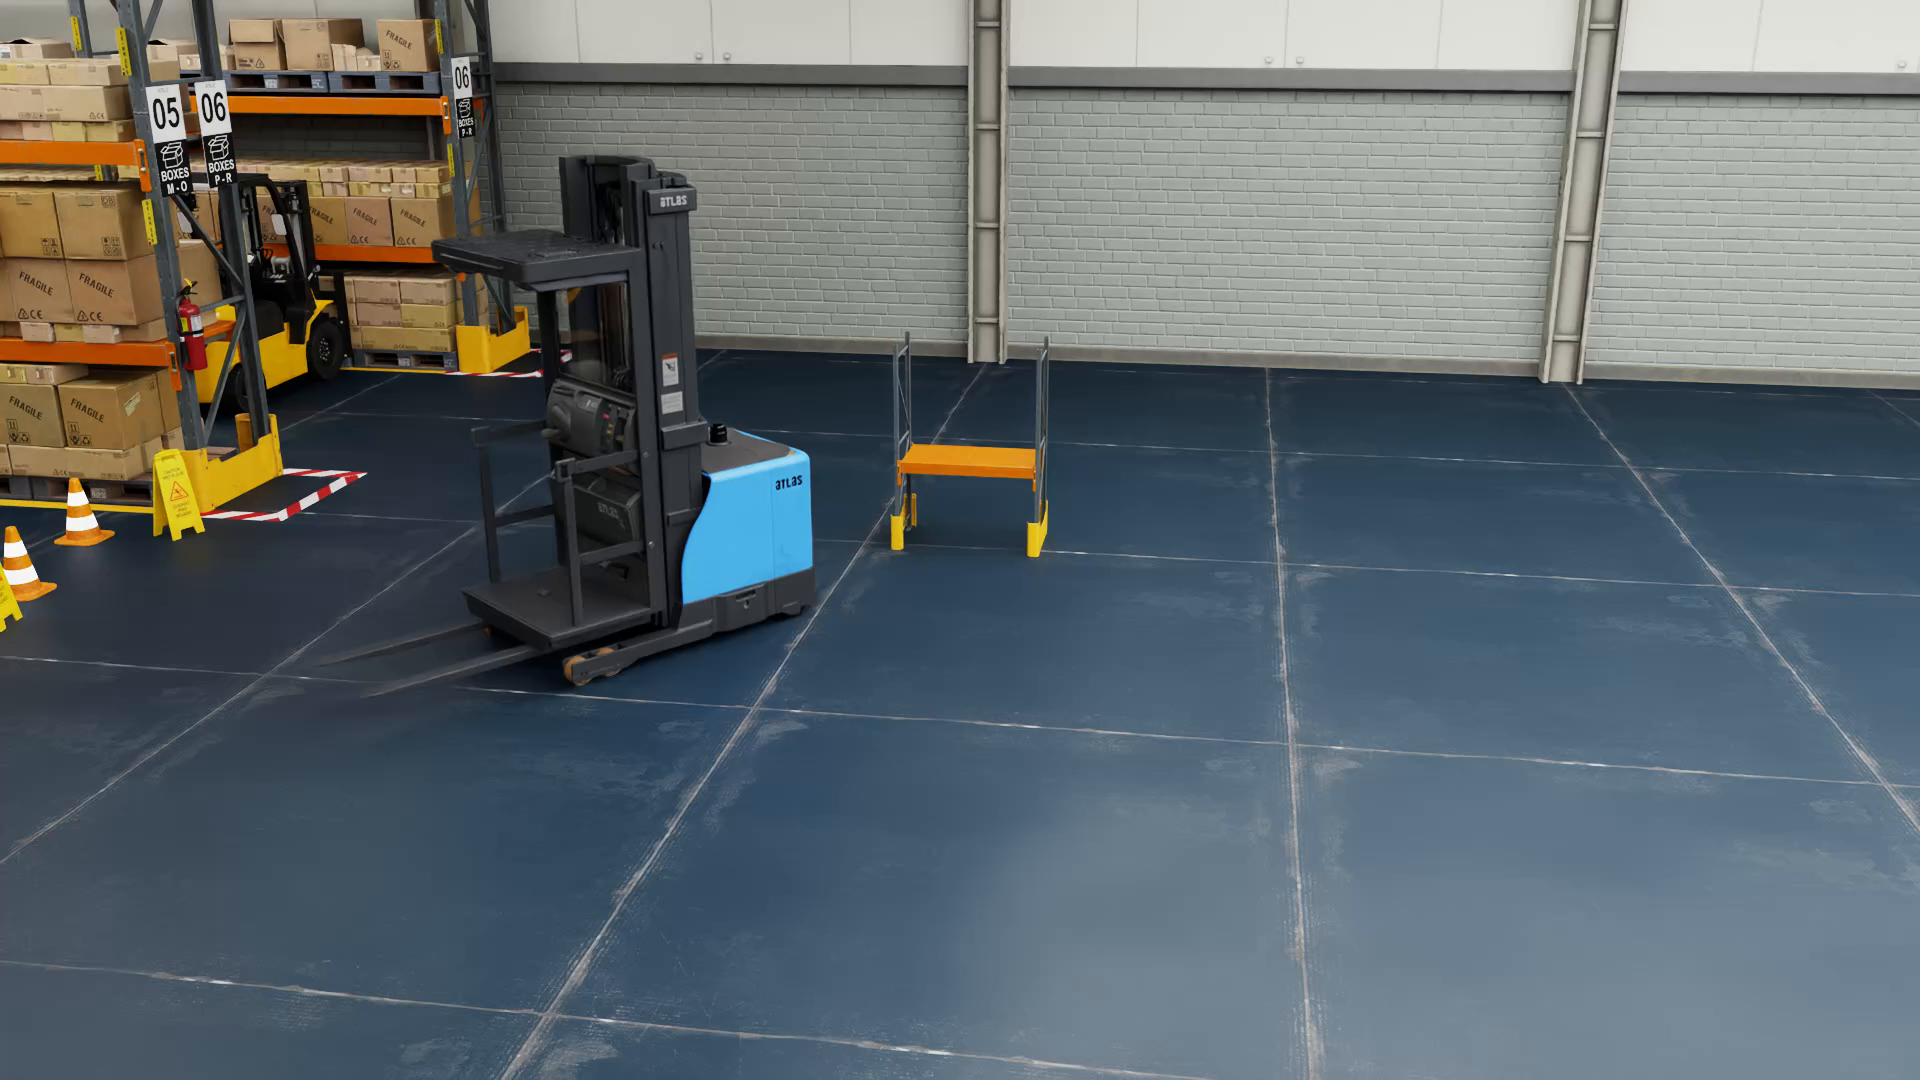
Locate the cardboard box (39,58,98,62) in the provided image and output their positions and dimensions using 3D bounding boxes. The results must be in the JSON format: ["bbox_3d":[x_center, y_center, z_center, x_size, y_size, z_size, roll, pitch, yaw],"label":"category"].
[{"bbox_3d":[-6.904,-3.654,12.908,0.250,0.149,0.380,3,19,8],"label":"cardboard box"}]

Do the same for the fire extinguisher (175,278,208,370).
[{"bbox_3d":[-5.821,-1.628,12.564,0.183,0.674,0.296,3,19,9],"label":"fire extinguisher"}]

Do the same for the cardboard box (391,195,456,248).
[{"bbox_3d":[-5.605,-3.360,17.460,0.500,0.500,0.500,3,19,7],"label":"cardboard box"}]

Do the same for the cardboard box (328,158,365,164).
[{"bbox_3d":[-6.641,-4.049,18.029,0.250,0.149,0.380,2,19,7],"label":"cardboard box"}]

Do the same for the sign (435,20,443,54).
[{"bbox_3d":[-5.177,-5.006,16.538,0.005,0.325,0.100,3,19,9],"label":"sign"}]

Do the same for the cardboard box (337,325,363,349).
[{"bbox_3d":[-6.574,-2.246,17.960,0.500,0.250,0.500,3,19,9],"label":"cardboard box"}]

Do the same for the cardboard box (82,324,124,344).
[{"bbox_3d":[-6.532,-1.626,12.830,0.250,0.149,0.380,3,19,8],"label":"cardboard box"}]

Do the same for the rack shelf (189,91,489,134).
[{"bbox_3d":[-7.052,-4.552,17.587,4.000,0.370,1.077,3,19,9],"label":"rack shelf"}]

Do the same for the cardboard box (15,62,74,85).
[{"bbox_3d":[-6.745,-3.453,12.308,0.250,0.149,0.380,3,19,8],"label":"cardboard box"}]

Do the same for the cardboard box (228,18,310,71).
[{"bbox_3d":[-7.120,-5.158,17.283,0.637,0.503,0.797,4,19,10],"label":"cardboard box"}]

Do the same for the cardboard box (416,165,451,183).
[{"bbox_3d":[-5.465,-3.818,17.339,0.250,0.149,0.380,3,19,9],"label":"cardboard box"}]

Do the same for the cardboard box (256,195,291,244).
[{"bbox_3d":[-7.120,-3.437,17.689,0.500,0.500,0.500,3,19,9],"label":"cardboard box"}]

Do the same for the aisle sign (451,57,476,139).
[{"bbox_3d":[-5.059,-4.508,16.951,0.004,0.787,0.394,3,19,9],"label":"aisle sign"}]

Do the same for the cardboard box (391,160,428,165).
[{"bbox_3d":[-5.891,-3.983,17.830,0.250,0.149,0.380,3,19,10],"label":"cardboard box"}]

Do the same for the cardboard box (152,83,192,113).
[{"bbox_3d":[-6.315,-3.416,12.826,0.500,0.250,0.500,3,19,8],"label":"cardboard box"}]

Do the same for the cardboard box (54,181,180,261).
[{"bbox_3d":[-6.400,-2.435,12.651,0.500,0.500,0.700,2,19,7],"label":"cardboard box"}]

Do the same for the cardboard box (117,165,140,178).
[{"bbox_3d":[-8.759,-3.959,17.758,0.250,0.149,0.380,3,19,10],"label":"cardboard box"}]

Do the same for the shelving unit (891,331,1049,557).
[{"bbox_3d":[-7.470,-1.234,13.156,16.366,1.800,0.587,3,19,9],"label":"shelving unit"}]

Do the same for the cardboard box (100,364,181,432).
[{"bbox_3d":[-6.637,-1.194,13.634,0.500,0.500,0.500,2,19,7],"label":"cardboard box"}]

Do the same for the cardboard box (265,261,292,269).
[{"bbox_3d":[-7.510,-2.926,18.417,0.500,0.250,0.500,3,19,9],"label":"cardboard box"}]

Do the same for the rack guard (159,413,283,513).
[{"bbox_3d":[-5.936,-0.633,13.408,0.348,0.500,1.175,3,19,9],"label":"rack guard"}]

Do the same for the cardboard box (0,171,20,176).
[{"bbox_3d":[-10.420,-3.915,18.096,0.250,0.149,0.380,2,19,7],"label":"cardboard box"}]

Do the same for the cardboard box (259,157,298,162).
[{"bbox_3d":[-7.405,-4.072,18.096,0.250,0.149,0.380,3,19,8],"label":"cardboard box"}]

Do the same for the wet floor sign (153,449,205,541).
[{"bbox_3d":[-5.843,-0.354,12.343,0.232,0.644,0.267,10,21,27],"label":"wet floor sign"}]

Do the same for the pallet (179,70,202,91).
[{"bbox_3d":[-8.181,-4.917,17.684,1.213,0.211,1.003,3,19,9],"label":"pallet"}]

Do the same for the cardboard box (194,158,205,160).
[{"bbox_3d":[-8.159,-4.111,18.215,0.250,0.149,0.380,3,19,8],"label":"cardboard box"}]

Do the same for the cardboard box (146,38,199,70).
[{"bbox_3d":[-8.244,-5.080,17.352,0.500,0.311,0.500,3,19,10],"label":"cardboard box"}]

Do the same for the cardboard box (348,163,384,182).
[{"bbox_3d":[-6.210,-3.861,17.468,0.250,0.149,0.380,3,19,9],"label":"cardboard box"}]

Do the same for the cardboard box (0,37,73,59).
[{"bbox_3d":[-9.780,-5.158,17.586,0.500,0.311,0.500,2,19,7],"label":"cardboard box"}]

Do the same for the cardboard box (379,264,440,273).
[{"bbox_3d":[-6.016,-2.847,18.180,0.500,0.250,0.500,3,19,9],"label":"cardboard box"}]

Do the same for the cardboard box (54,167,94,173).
[{"bbox_3d":[-9.843,-4.054,18.513,0.250,0.149,0.380,3,19,8],"label":"cardboard box"}]

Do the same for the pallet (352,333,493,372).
[{"bbox_3d":[-5.839,-2.073,18.166,1.213,0.211,1.003,3,19,9],"label":"pallet"}]

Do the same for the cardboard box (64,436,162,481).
[{"bbox_3d":[-6.726,-0.668,13.243,0.500,0.250,0.500,3,19,8],"label":"cardboard box"}]

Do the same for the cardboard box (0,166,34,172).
[{"bbox_3d":[-10.590,-4.092,18.626,0.250,0.149,0.380,3,19,8],"label":"cardboard box"}]

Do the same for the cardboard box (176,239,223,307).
[{"bbox_3d":[-6.285,-2.114,13.268,0.500,0.500,0.500,3,19,8],"label":"cardboard box"}]

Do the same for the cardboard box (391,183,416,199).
[{"bbox_3d":[-5.721,-3.658,17.330,0.250,0.149,0.380,3,19,10],"label":"cardboard box"}]

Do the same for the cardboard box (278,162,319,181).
[{"bbox_3d":[-6.980,-3.894,17.564,0.250,0.149,0.380,3,19,9],"label":"cardboard box"}]

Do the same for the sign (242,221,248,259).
[{"bbox_3d":[-5.775,-2.395,13.371,0.005,0.325,0.100,3,19,9],"label":"sign"}]

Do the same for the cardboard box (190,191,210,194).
[{"bbox_3d":[-8.005,-3.775,17.680,0.250,0.149,0.380,3,19,10],"label":"cardboard box"}]

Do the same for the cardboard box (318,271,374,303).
[{"bbox_3d":[-6.587,-2.711,17.774,0.500,0.250,0.500,3,19,9],"label":"cardboard box"}]

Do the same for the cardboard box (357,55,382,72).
[{"bbox_3d":[-5.944,-4.867,16.970,0.250,0.149,0.380,2,19,7],"label":"cardboard box"}]

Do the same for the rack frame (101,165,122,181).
[{"bbox_3d":[-9.027,-3.571,18.250,0.127,3.000,1.000,3,19,9],"label":"rack frame"}]

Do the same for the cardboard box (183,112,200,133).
[{"bbox_3d":[-6.137,-3.237,12.918,0.250,0.149,0.380,3,19,9],"label":"cardboard box"}]

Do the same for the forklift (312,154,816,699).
[{"bbox_3d":[-2.367,-0.724,9.847,3.031,2.935,1.130,-16,25,-40],"label":"forklift"}]

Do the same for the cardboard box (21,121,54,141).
[{"bbox_3d":[-6.766,-3.075,12.434,0.250,0.149,0.380,3,19,10],"label":"cardboard box"}]

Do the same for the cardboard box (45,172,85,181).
[{"bbox_3d":[-9.657,-3.881,17.996,0.250,0.149,0.380,3,19,8],"label":"cardboard box"}]

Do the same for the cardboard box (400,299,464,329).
[{"bbox_3d":[-5.608,-2.429,17.719,0.500,0.250,0.500,3,19,8],"label":"cardboard box"}]

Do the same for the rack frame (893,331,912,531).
[{"bbox_3d":[-0.418,-0.733,12.129,0.032,1.500,0.500,3,19,9],"label":"rack frame"}]

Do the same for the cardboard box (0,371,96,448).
[{"bbox_3d":[-7.209,-1.050,13.202,0.500,0.500,0.500,4,19,11],"label":"cardboard box"}]

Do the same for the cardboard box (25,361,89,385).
[{"bbox_3d":[-7.067,-1.329,13.016,0.250,0.149,0.380,3,19,10],"label":"cardboard box"}]

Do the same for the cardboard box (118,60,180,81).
[{"bbox_3d":[-6.180,-3.578,12.682,0.250,0.149,0.380,3,19,8],"label":"cardboard box"}]

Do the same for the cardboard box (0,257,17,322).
[{"bbox_3d":[-7.428,-1.997,12.919,0.500,0.500,0.500,3,19,8],"label":"cardboard box"}]

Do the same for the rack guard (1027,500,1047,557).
[{"bbox_3d":[0.567,-0.090,12.177,0.087,0.250,0.587,3,19,9],"label":"rack guard"}]

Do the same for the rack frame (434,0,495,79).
[{"bbox_3d":[-5.078,-6.215,16.696,0.127,3.000,1.000,3,19,9],"label":"rack frame"}]

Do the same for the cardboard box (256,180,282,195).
[{"bbox_3d":[-7.230,-3.744,17.586,0.250,0.149,0.380,3,19,8],"label":"cardboard box"}]

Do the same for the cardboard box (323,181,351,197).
[{"bbox_3d":[-6.482,-3.705,17.470,0.250,0.149,0.380,2,19,7],"label":"cardboard box"}]

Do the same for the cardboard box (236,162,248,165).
[{"bbox_3d":[-7.735,-3.914,17.625,0.250,0.149,0.380,3,19,8],"label":"cardboard box"}]
